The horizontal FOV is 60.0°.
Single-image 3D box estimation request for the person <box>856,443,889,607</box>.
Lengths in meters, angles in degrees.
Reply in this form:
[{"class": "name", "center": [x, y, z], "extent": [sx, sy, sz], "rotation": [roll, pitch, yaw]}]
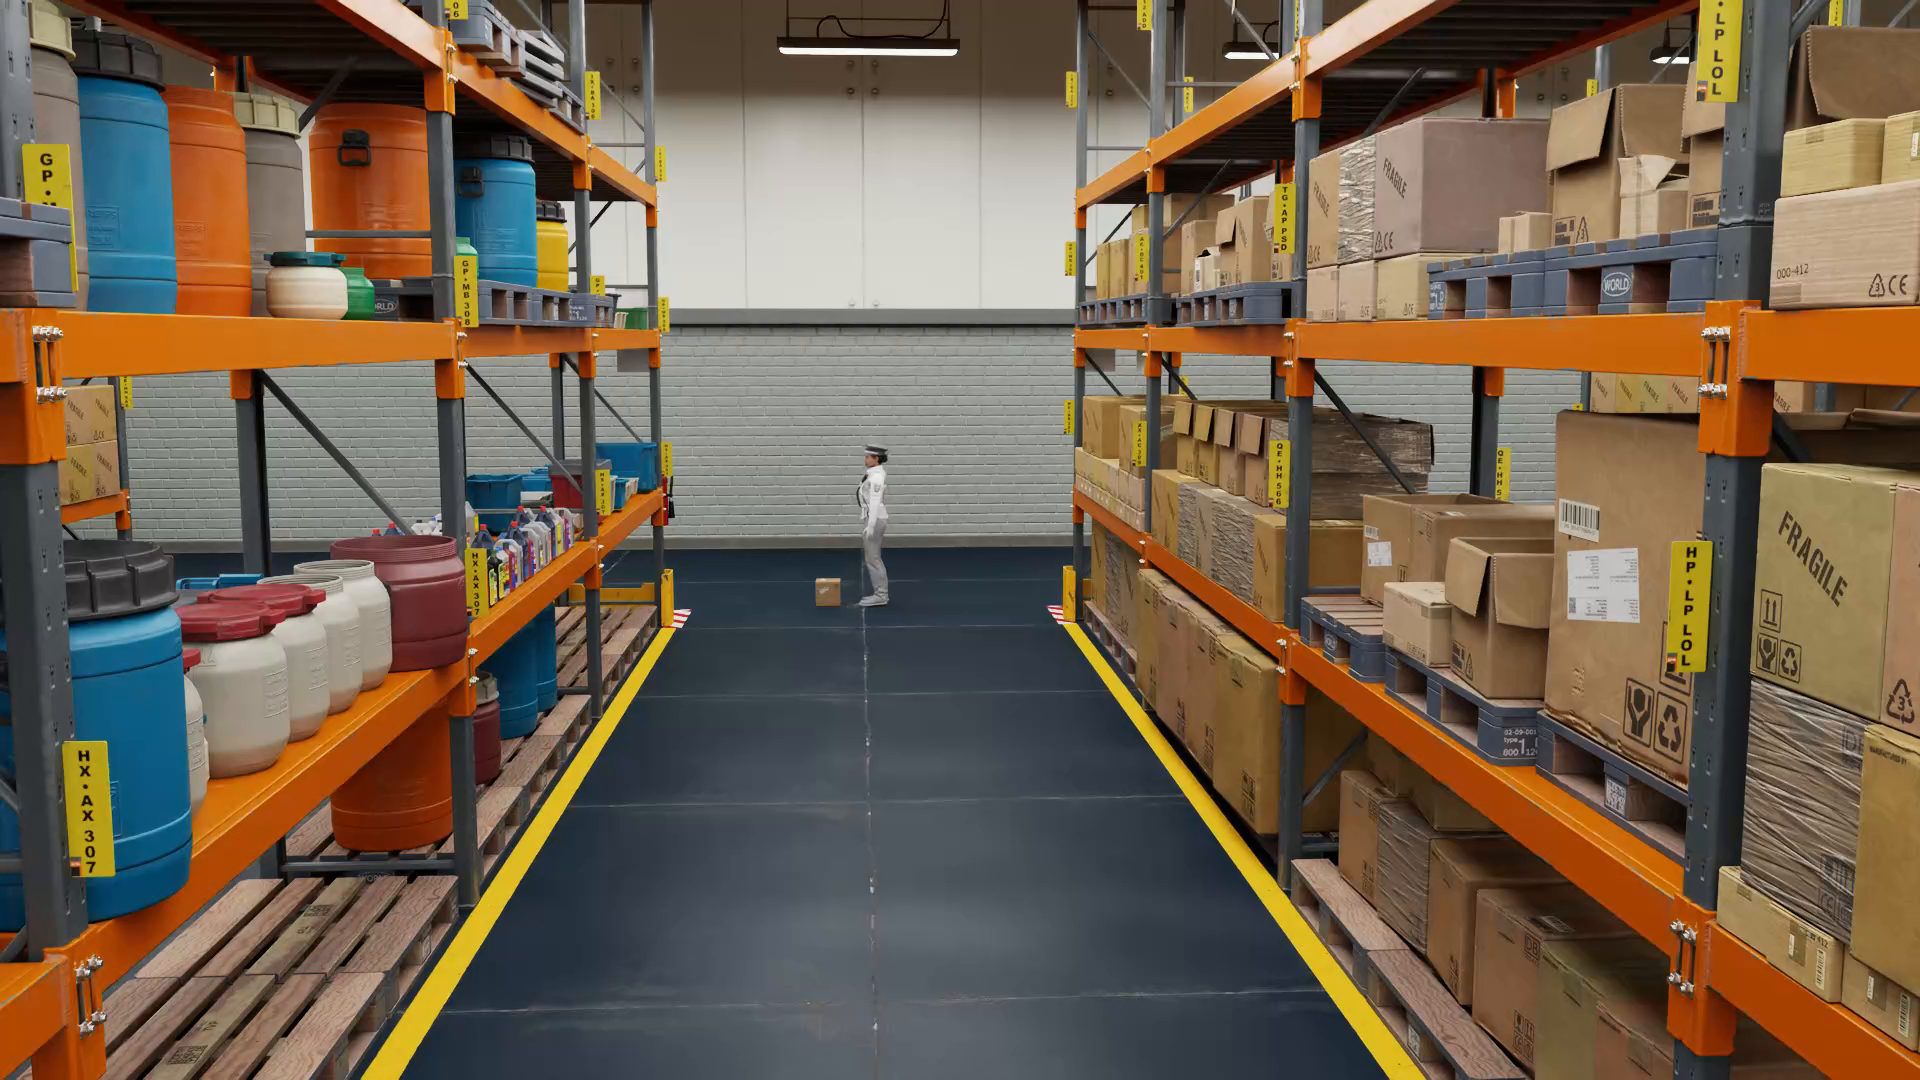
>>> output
[{"class": "person", "center": [-0.896, -0.163, 17.072], "extent": [0.329, 1.669, 0.468], "rotation": [0, 7, -2]}]
